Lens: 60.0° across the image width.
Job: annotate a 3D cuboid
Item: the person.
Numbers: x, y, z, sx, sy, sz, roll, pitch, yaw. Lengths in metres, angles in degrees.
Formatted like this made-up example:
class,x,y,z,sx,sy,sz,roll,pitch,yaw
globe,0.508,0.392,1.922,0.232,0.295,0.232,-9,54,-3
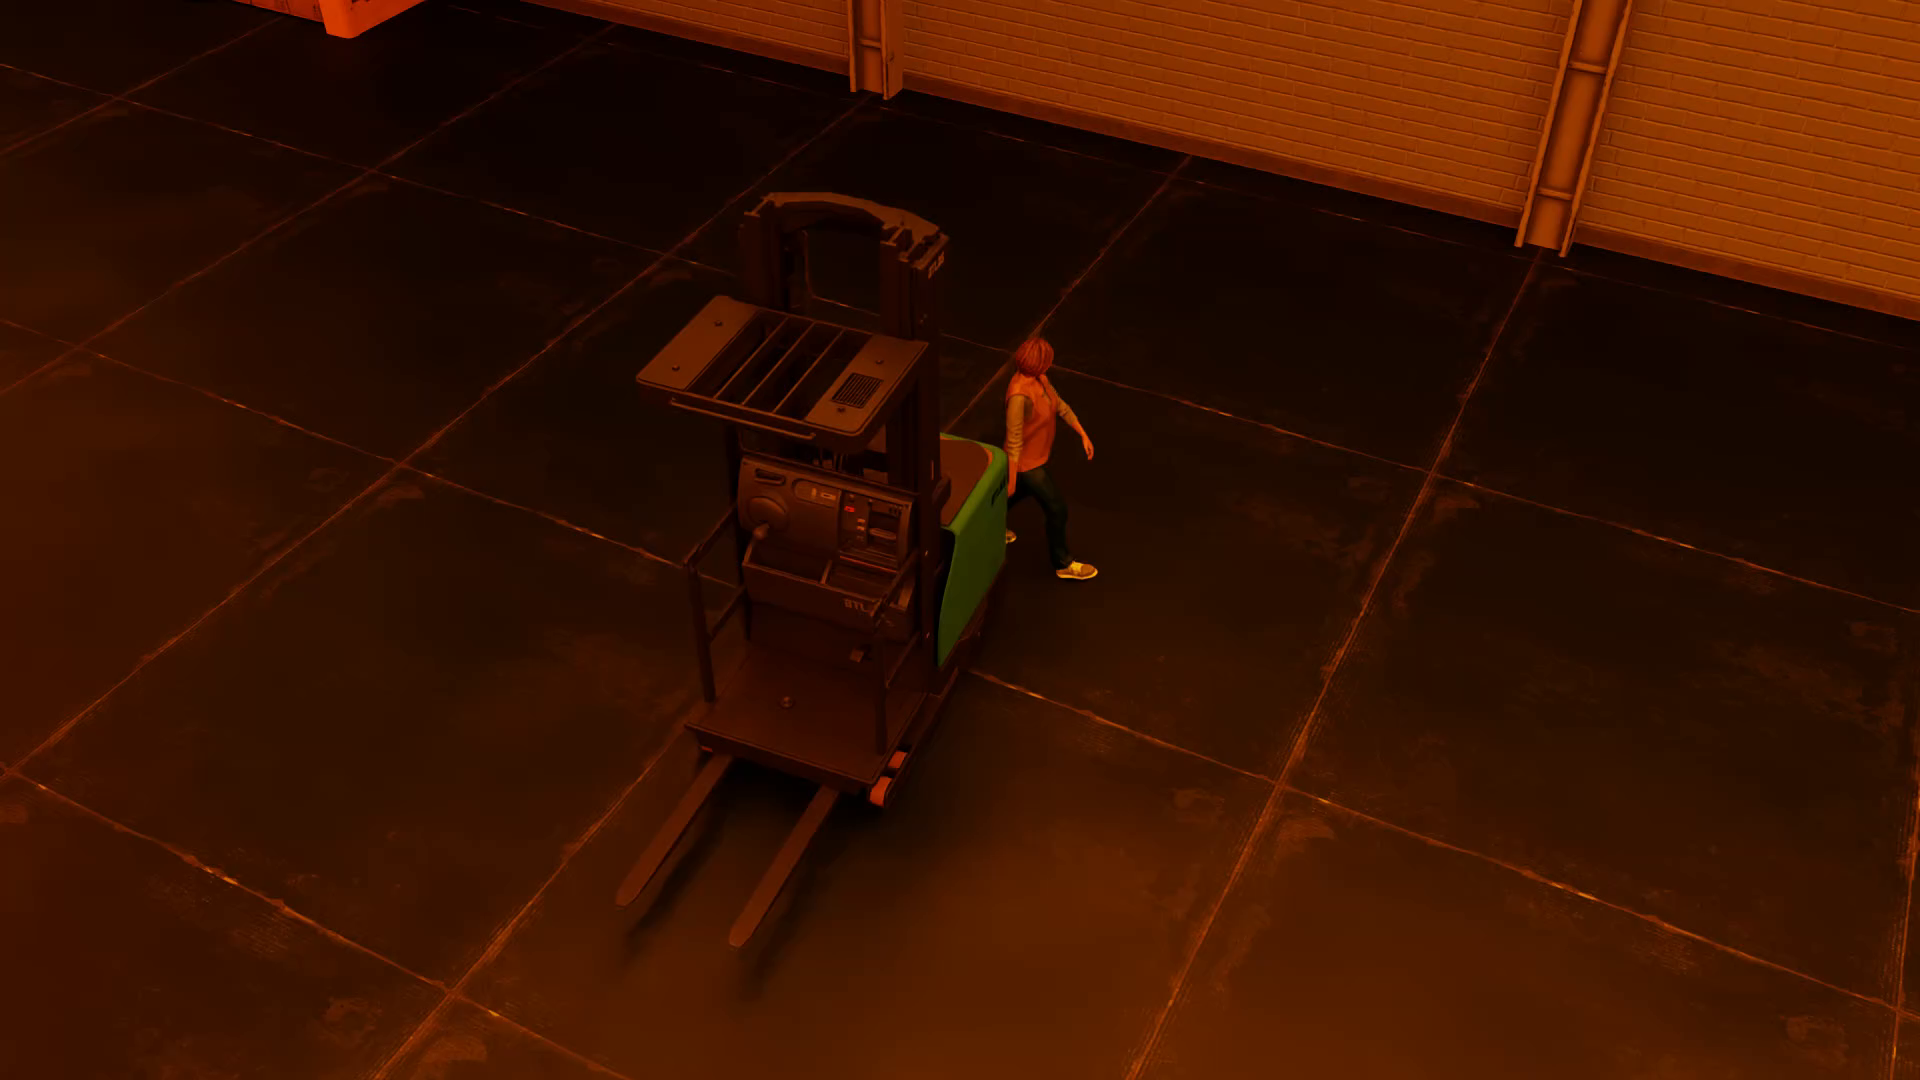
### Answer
class,x,y,z,sx,sy,sz,roll,pitch,yaw
person,0.440,-0.454,9.623,0.823,1.522,0.544,7,41,9

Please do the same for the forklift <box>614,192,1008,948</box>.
class,x,y,z,sx,sy,sz,roll,pitch,yaw
forklift,-0.751,-0.050,8.046,1.130,2.935,3.031,15,42,17
